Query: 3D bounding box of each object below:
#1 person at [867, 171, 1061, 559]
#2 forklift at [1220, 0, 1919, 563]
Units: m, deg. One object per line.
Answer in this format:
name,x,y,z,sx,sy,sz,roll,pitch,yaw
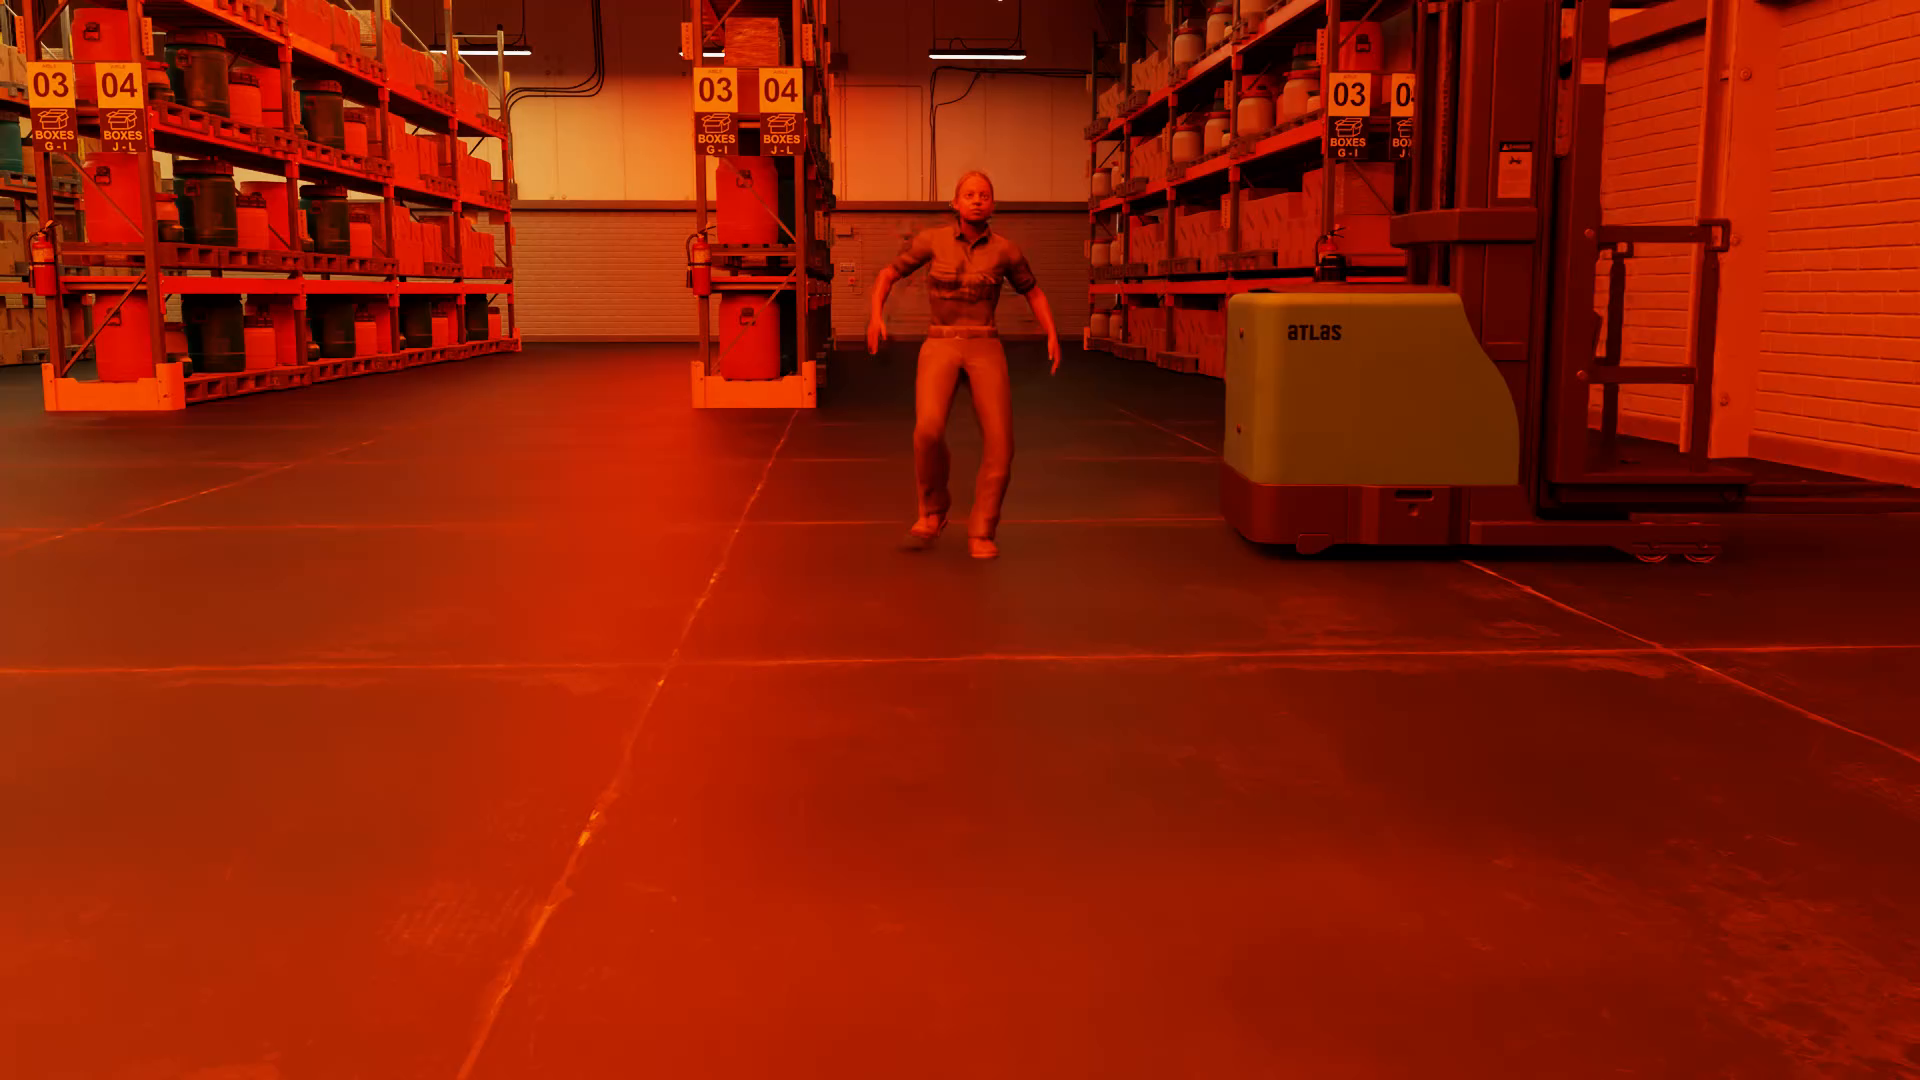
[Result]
person,0.024,-0.736,6.979,0.824,1.607,0.615,0,8,-3
forklift,2.702,-1.435,6.997,3.031,2.935,1.130,0,8,1
